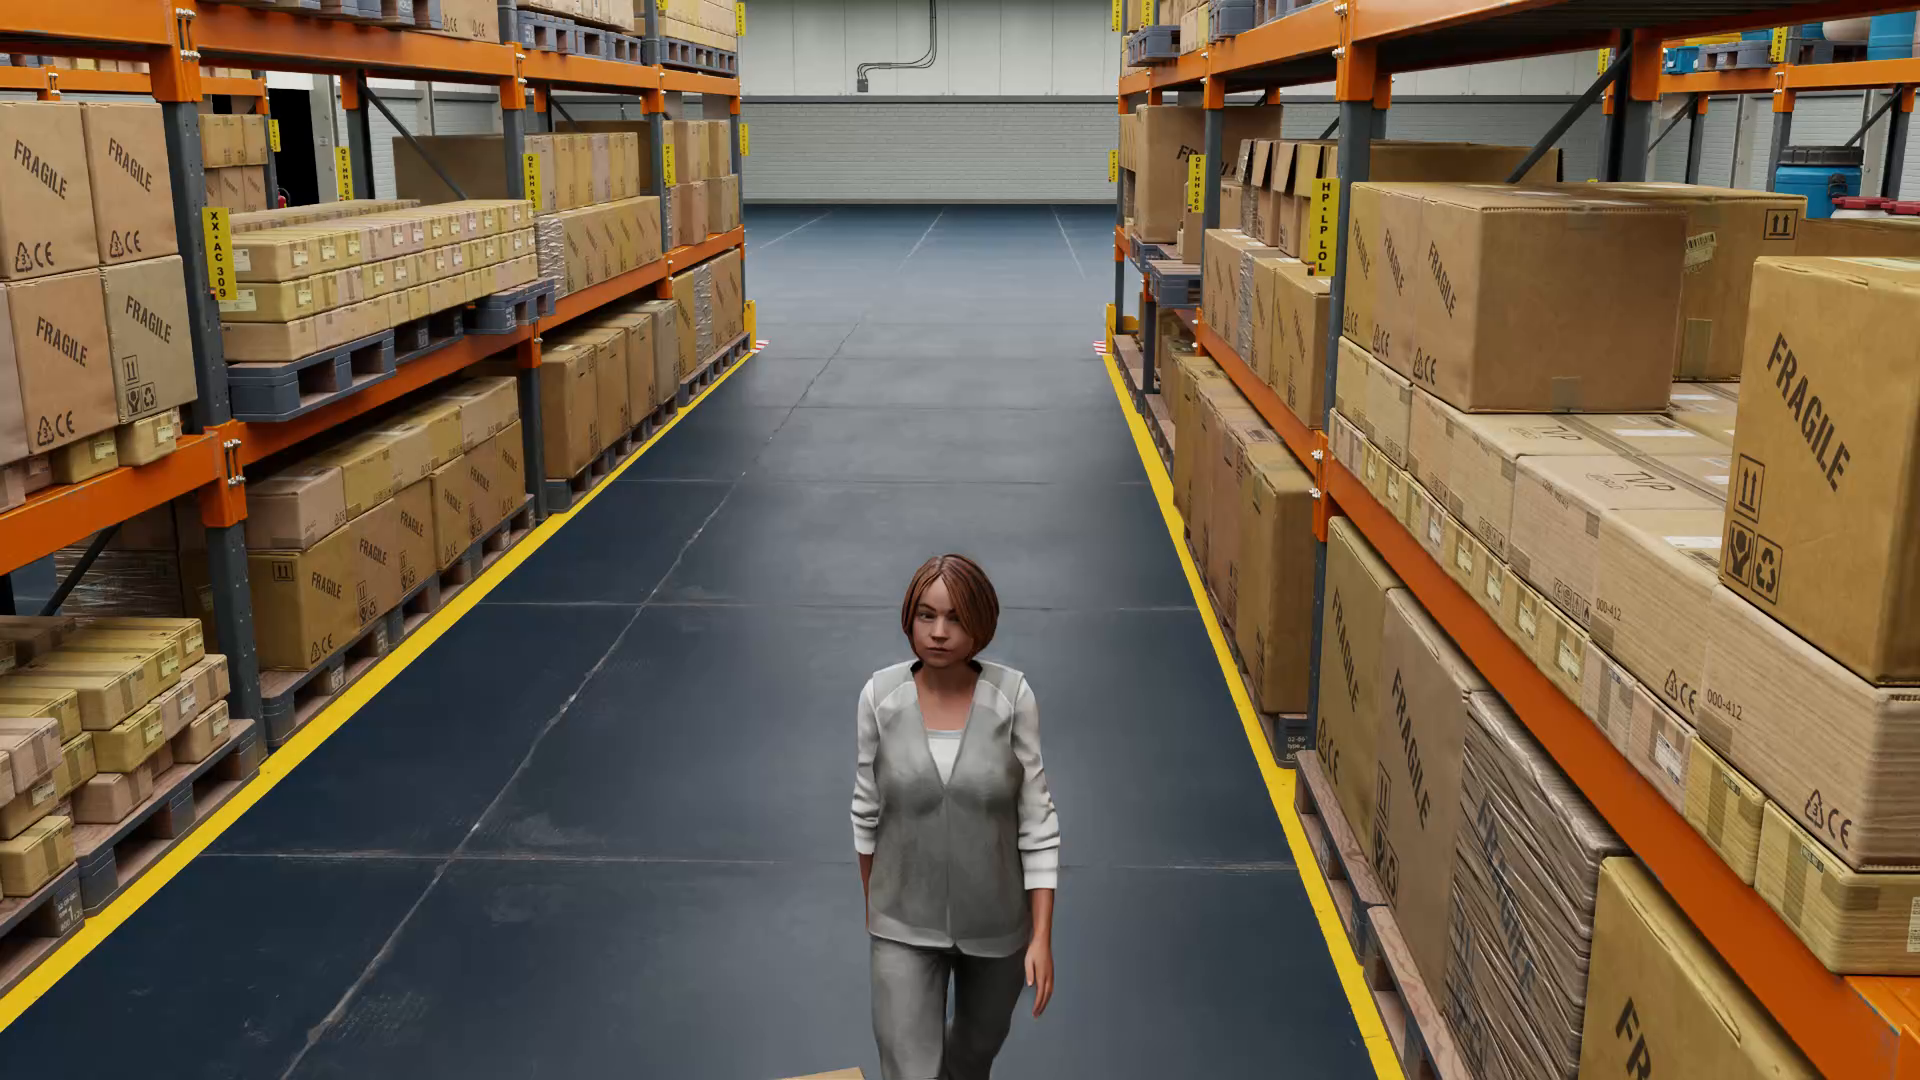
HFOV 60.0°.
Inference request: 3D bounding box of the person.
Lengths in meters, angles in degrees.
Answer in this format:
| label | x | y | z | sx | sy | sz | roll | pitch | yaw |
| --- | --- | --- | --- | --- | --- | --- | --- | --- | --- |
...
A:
| label | x | y | z | sx | sy | sz | roll | pitch | yaw |
| --- | --- | --- | --- | --- | --- | --- | --- | --- | --- |
| person | -0.009 | 0.785 | 3.398 | 0.414 | 1.538 | 0.944 | -1 | 14 | -5 |
